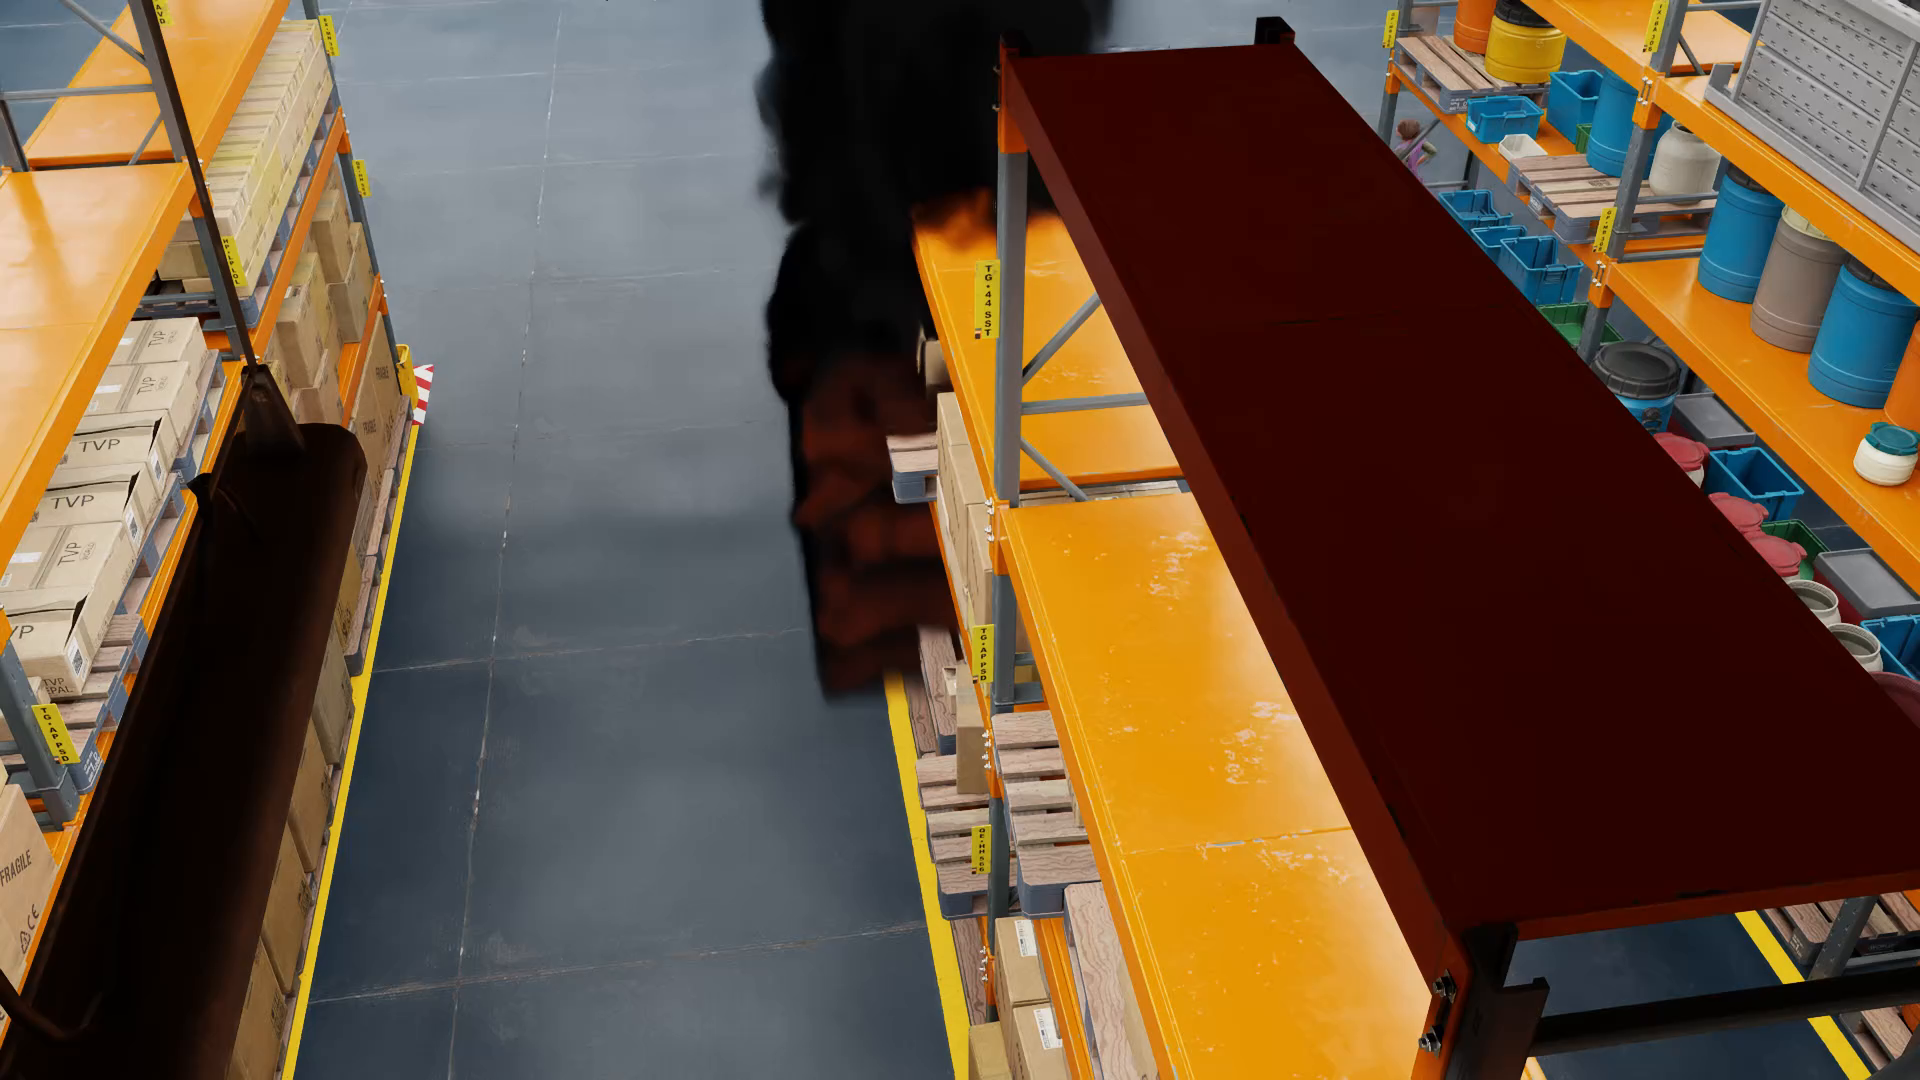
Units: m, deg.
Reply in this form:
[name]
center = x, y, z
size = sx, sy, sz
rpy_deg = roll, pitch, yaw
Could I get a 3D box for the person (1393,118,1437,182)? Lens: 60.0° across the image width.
[person]
center = 4.573, -3.524, 16.937
size = 0.645, 1.625, 0.561
rpy_deg = 16, 39, 21
